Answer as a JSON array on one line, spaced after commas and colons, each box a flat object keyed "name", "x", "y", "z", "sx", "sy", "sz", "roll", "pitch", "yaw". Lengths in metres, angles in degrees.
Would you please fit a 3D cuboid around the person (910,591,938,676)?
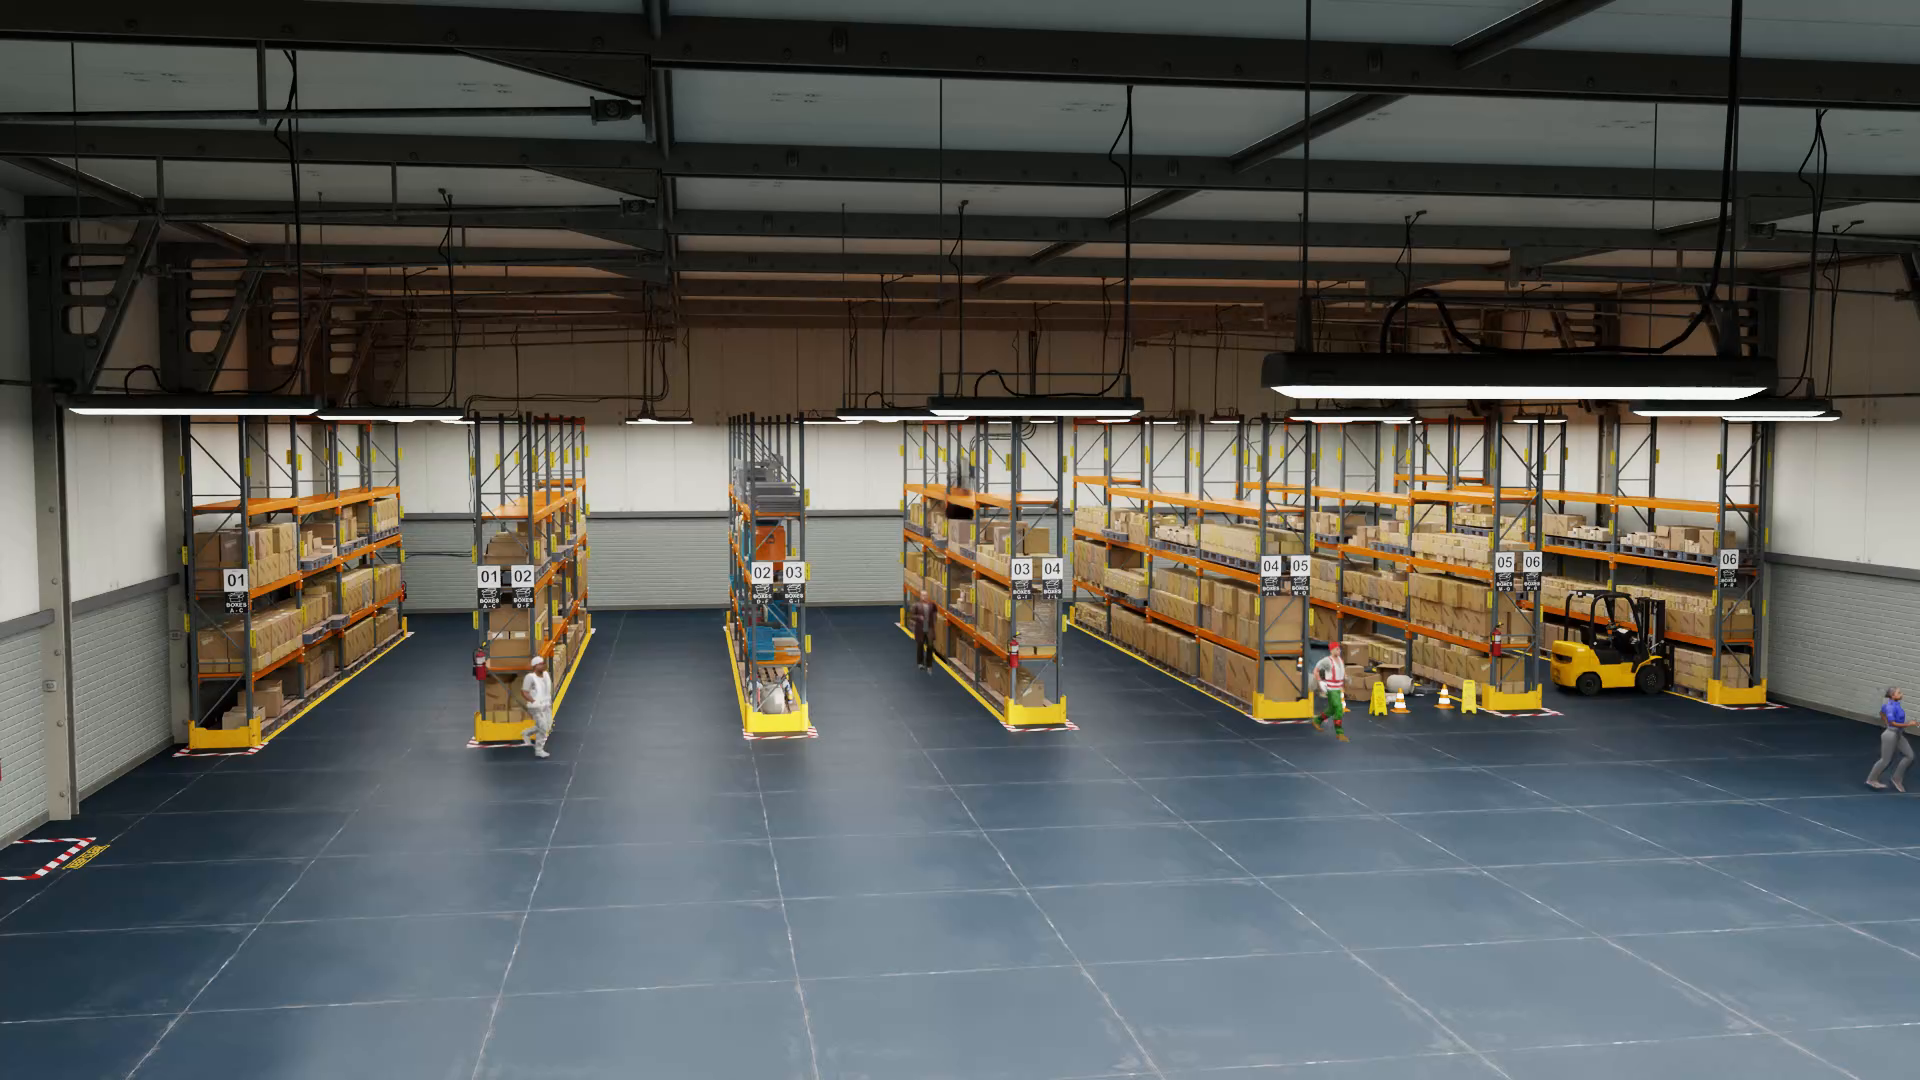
[{"name": "person", "x": -0.777, "y": 2.064, "z": 36.940, "sx": 0.654, "sy": 1.883, "sz": 0.834, "roll": -1, "pitch": 4, "yaw": -10}]

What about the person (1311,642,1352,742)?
[{"name": "person", "x": 6.829, "y": 2.759, "z": 30.584, "sx": 0.661, "sy": 1.800, "sz": 0.888, "roll": -4, "pitch": 5, "yaw": -43}]

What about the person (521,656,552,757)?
[{"name": "person", "x": -7.377, "y": 2.884, "z": 28.904, "sx": 0.684, "sy": 1.750, "sz": 0.690, "roll": 2, "pitch": 4, "yaw": 24}]

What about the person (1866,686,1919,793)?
[{"name": "person", "x": 14.645, "y": 3.155, "z": 26.058, "sx": 0.700, "sy": 1.645, "sz": 0.541, "roll": 4, "pitch": 5, "yaw": 44}]
